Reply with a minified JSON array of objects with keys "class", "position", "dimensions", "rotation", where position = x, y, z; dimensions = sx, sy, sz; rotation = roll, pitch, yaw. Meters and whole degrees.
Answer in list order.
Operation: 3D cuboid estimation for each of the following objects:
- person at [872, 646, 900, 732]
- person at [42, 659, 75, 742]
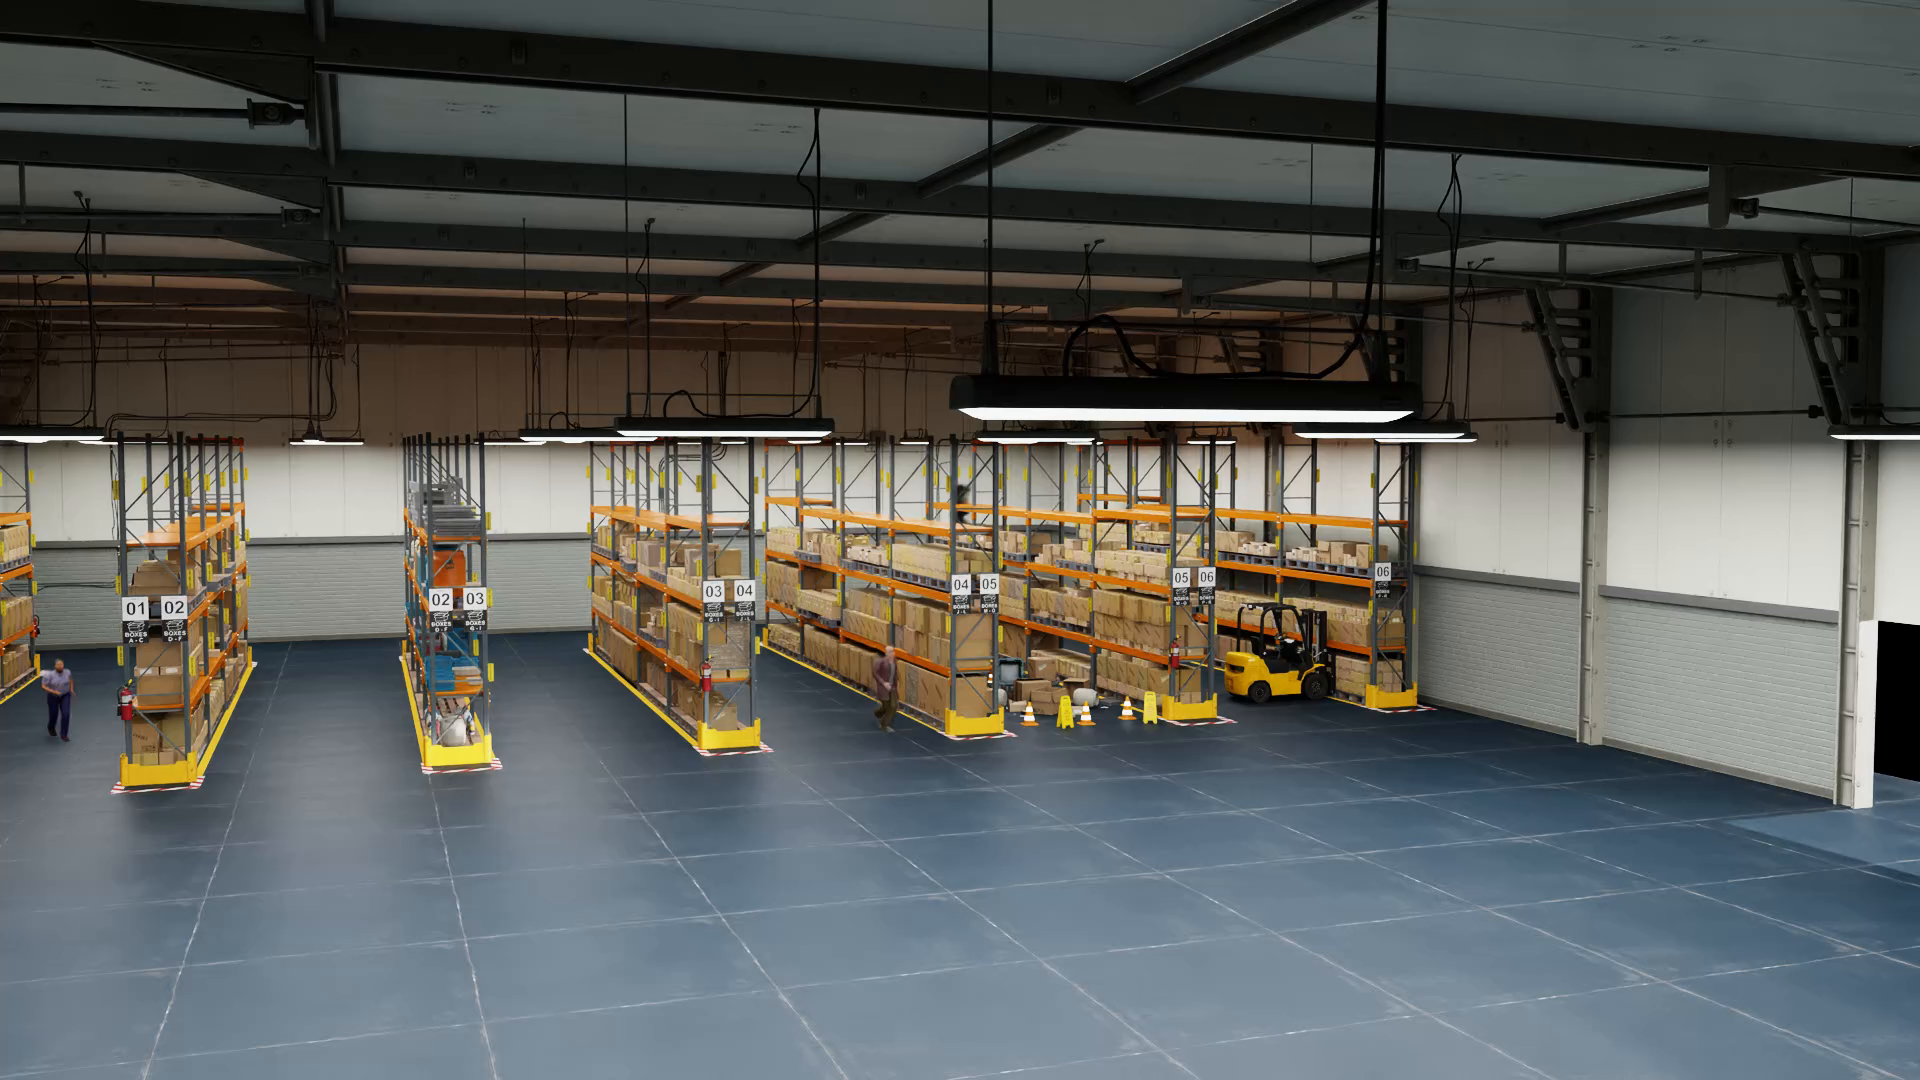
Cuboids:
[{"class":"person","position":[-1.552,2.998,33.740],"dimensions":[0.701,1.734,0.705],"rotation":[-2,4,-37]},{"class":"person","position":[-17.698,3.117,32.614],"dimensions":[0.591,1.618,0.828],"rotation":[-3,4,-39]}]
